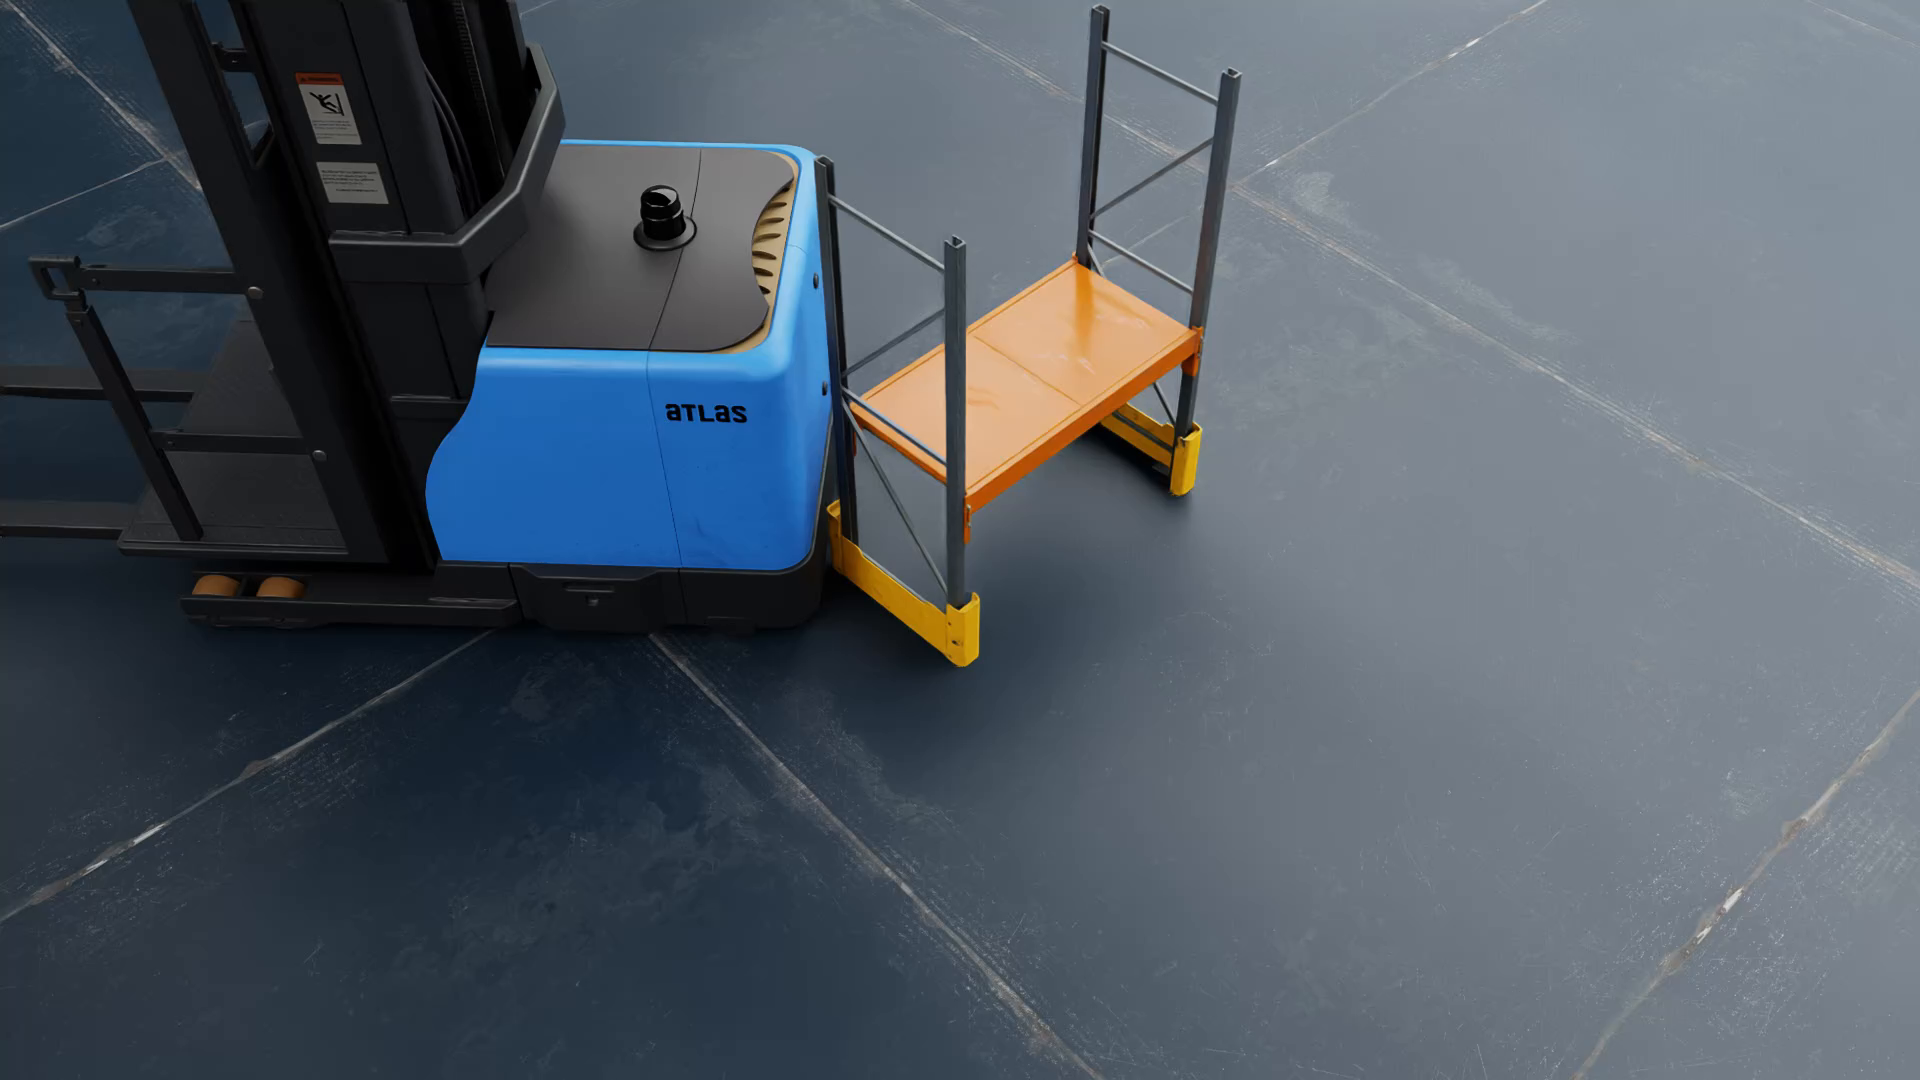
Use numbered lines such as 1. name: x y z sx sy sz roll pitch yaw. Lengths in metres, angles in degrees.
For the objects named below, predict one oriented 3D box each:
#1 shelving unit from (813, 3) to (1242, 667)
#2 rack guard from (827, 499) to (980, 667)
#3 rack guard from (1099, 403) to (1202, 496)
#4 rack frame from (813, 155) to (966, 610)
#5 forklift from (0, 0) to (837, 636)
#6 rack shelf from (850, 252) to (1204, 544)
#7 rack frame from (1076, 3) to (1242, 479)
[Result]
1. shelving unit: 0.181 -0.560 4.746 1.083 1.500 0.587 -36 57 -29
2. rack guard: -0.171 0.122 4.967 0.087 0.250 0.587 -36 57 -29
3. rack guard: 0.534 -0.395 5.444 0.087 0.250 0.587 -36 57 -29
4. rack frame: -0.172 -0.301 4.507 0.032 1.500 0.500 -36 57 -29
5. forklift: -1.916 -1.114 4.283 3.031 2.935 1.130 2 47 2
6. rack shelf: 0.187 -0.443 4.883 1.000 0.185 0.538 -36 57 -29
7. rack frame: 0.547 -0.829 4.994 0.032 1.500 0.500 -36 57 -29
